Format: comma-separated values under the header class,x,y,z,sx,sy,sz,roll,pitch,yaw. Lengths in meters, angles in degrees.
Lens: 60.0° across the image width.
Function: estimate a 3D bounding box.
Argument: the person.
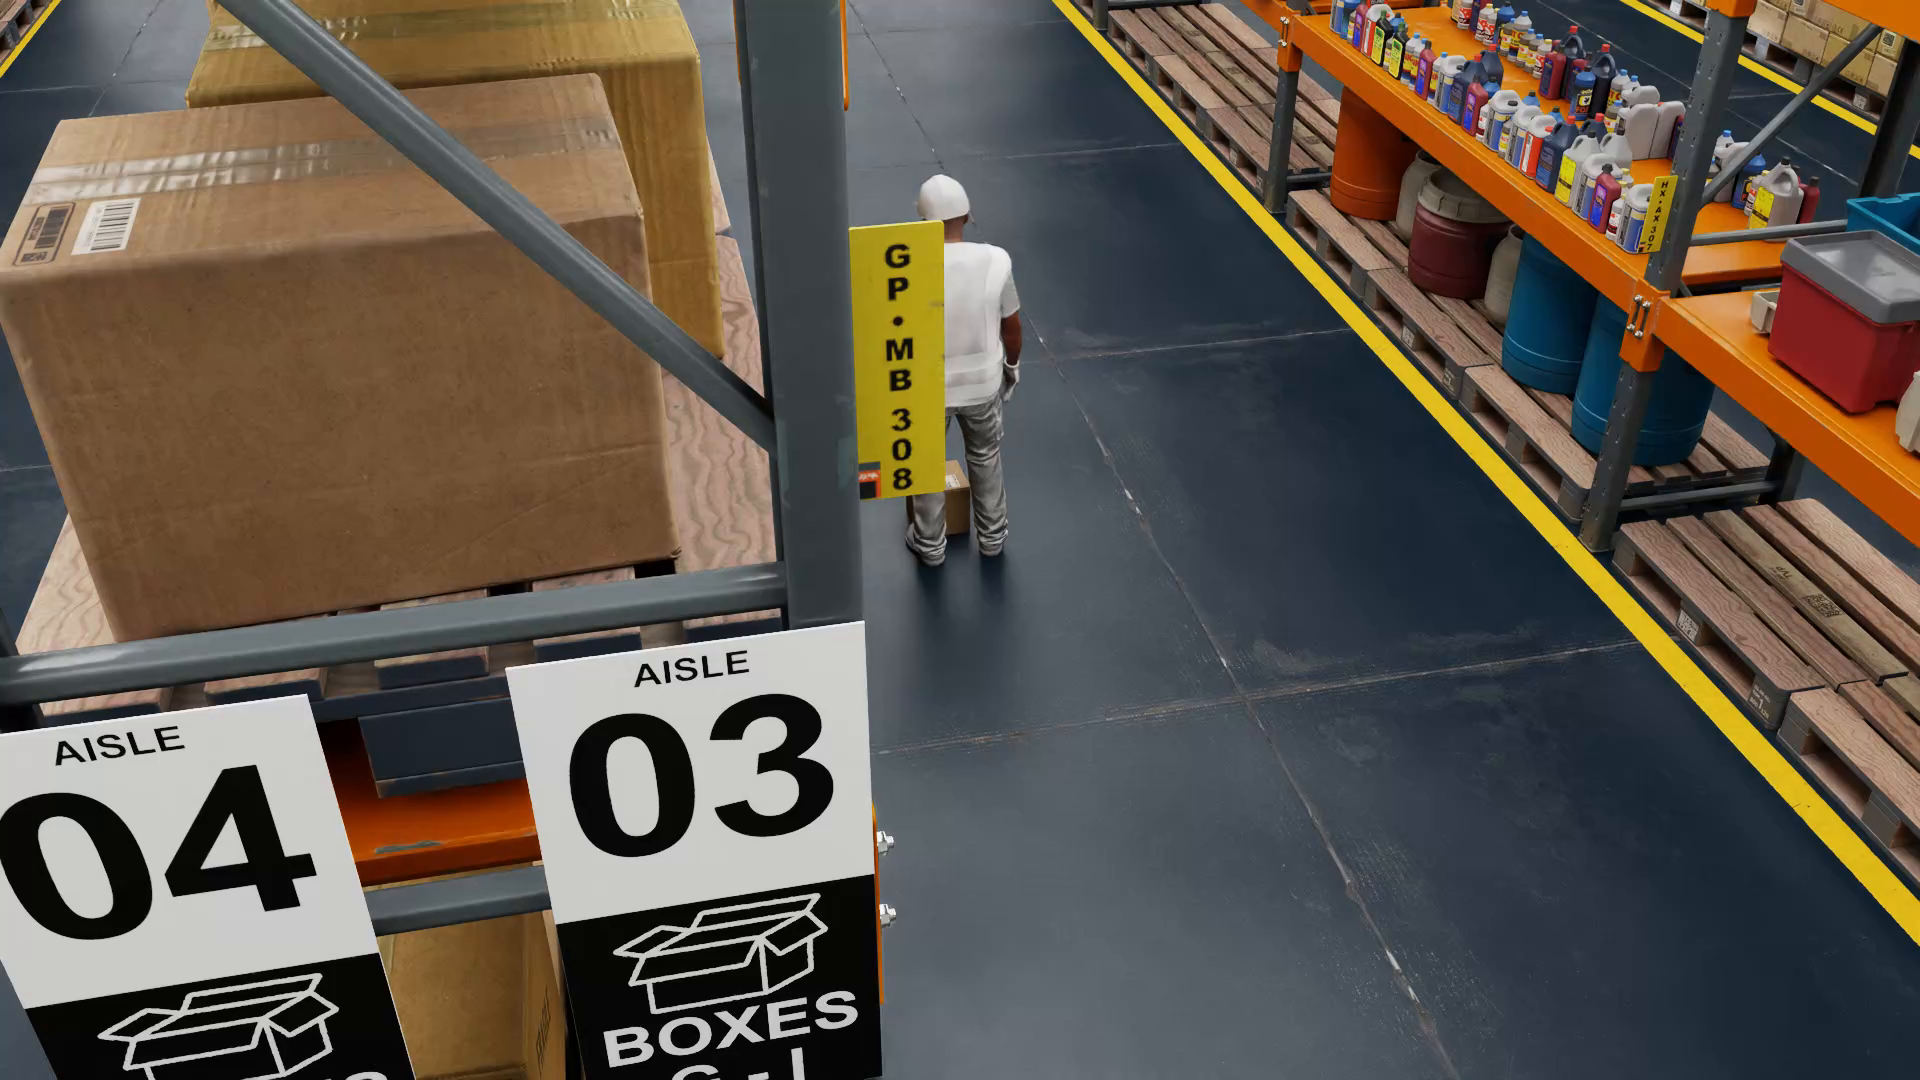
class,x,y,z,sx,sy,sz,roll,pitch,yaw
person,-0.035,-0.697,7.163,0.619,1.775,0.446,-7,35,-10
